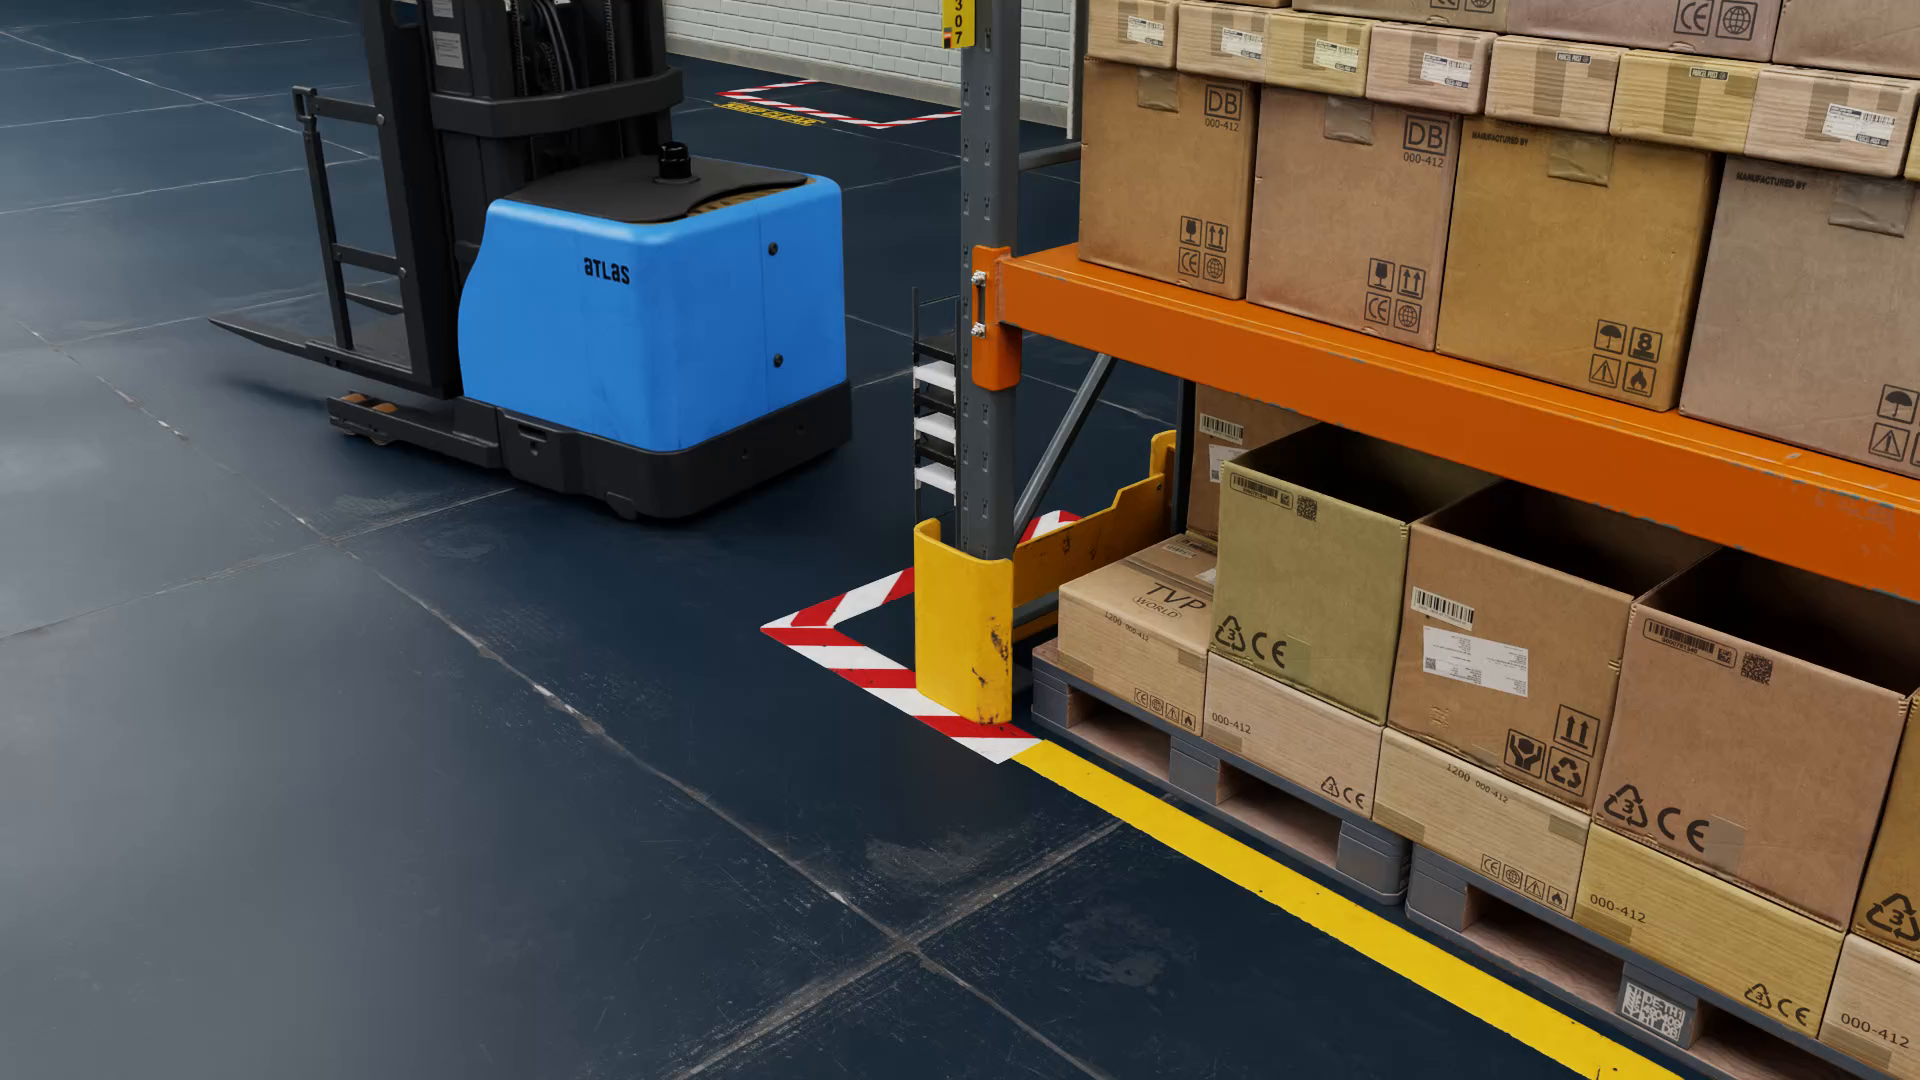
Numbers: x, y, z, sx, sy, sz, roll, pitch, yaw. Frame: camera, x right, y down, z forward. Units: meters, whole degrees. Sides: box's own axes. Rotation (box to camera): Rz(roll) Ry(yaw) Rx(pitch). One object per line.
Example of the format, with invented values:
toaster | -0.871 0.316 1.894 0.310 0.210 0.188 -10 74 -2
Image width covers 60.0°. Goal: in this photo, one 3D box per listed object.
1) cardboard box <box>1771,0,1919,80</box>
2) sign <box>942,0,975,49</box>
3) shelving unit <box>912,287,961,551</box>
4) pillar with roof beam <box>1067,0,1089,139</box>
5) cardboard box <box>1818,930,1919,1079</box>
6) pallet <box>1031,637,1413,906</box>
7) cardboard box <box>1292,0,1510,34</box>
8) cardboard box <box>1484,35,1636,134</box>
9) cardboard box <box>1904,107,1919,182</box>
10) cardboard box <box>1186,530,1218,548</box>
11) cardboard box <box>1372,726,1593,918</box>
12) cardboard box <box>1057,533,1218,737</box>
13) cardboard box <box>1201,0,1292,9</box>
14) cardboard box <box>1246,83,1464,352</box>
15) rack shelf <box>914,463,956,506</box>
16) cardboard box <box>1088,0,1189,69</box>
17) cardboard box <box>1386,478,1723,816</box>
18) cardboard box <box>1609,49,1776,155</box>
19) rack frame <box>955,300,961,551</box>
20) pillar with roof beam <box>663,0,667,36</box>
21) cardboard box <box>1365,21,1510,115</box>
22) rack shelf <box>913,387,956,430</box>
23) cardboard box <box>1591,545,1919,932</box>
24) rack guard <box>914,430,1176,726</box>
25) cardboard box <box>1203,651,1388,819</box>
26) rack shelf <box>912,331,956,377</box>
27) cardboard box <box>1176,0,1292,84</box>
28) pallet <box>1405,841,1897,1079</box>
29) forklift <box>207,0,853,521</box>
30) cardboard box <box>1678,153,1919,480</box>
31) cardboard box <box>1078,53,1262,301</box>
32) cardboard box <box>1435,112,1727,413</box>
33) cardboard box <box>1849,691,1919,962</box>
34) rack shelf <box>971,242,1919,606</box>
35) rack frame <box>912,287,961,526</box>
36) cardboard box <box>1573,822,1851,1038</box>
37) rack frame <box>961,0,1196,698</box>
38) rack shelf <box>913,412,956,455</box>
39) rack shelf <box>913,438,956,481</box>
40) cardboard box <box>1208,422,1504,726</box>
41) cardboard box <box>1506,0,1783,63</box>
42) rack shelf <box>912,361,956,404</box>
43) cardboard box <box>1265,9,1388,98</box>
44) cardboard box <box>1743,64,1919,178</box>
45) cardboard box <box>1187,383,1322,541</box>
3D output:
cardboard box | 1.803 -1.061 2.777 0.700 0.500 0.500 -21 32 -38
sign | -0.003 -1.322 3.896 0.100 0.325 0.005 -21 32 -38
shelving unit | 0.005 -0.407 5.558 0.258 0.900 0.210 -21 32 -38
pillar with roof beam | -2.114 -5.814 7.652 9.100 9.000 0.400 -21 32 -38
cardboard box | 1.976 0.844 3.094 0.500 0.250 0.500 -21 32 -38
pallet | 0.959 0.440 4.530 1.003 0.211 1.213 -21 32 -38
cardboard box | 1.115 -1.365 3.444 0.700 0.500 0.500 -22 33 -40
cardboard box | 1.224 -0.896 3.199 0.250 0.149 0.380 23 33 40
cardboard box | 1.747 -0.663 2.688 0.380 0.149 0.250 -20 31 -37
cardboard box | 0.988 0.091 4.744 0.500 0.250 0.500 -21 32 -38
cardboard box | 1.296 0.539 3.760 0.500 0.250 0.500 -21 32 -38
cardboard box | 0.610 0.237 4.422 0.500 0.250 0.500 -21 32 -38
cardboard box | 0.752 -1.523 3.790 0.700 0.500 0.500 -21 32 -38
cardboard box | 1.078 -0.791 3.749 0.700 0.500 0.500 -20 31 -37
rack shelf | 0.005 -0.213 5.646 0.258 0.077 0.200 -21 32 -38
cardboard box | 0.517 -1.209 3.883 0.380 0.149 0.250 -22 32 -39
cardboard box | 1.304 0.195 3.612 0.500 0.500 0.500 -21 32 -38
cardboard box | 1.399 -0.819 3.029 0.380 0.149 0.250 -22 32 -39
rack frame | 0.075 -0.376 5.490 0.240 0.900 0.006 -21 32 -38
pillar with roof beam | -6.215 -7.632 11.636 9.100 9.000 0.400 -21 32 -38
cardboard box | 1.040 -0.976 3.374 0.380 0.149 0.250 -22 32 -39
rack shelf | 0.005 -0.459 5.534 0.258 0.077 0.200 -21 32 -38
cardboard box | 1.633 0.351 3.269 0.500 0.500 0.500 -21 32 -38
rack guard | 0.390 0.082 4.968 1.175 0.500 0.348 -21 32 -38
cardboard box | 0.955 0.388 4.093 0.500 0.250 0.500 -21 32 -38
rack shelf | 0.005 -0.622 5.460 0.258 0.077 0.200 -21 32 -38
cardboard box | 0.699 -1.129 3.710 0.380 0.149 0.250 -22 33 -40
pallet | 1.789 0.810 3.720 1.003 0.211 1.213 -21 32 -38
forklift | -1.914 -1.866 6.309 3.031 2.935 1.130 16 29 32
cardboard box | 1.776 -0.480 3.068 0.700 0.500 0.500 -20 31 -37
cardboard box | 0.716 -0.948 4.095 0.700 0.500 0.500 -21 32 -38
cardboard box | 1.413 -0.639 3.415 0.700 0.500 0.500 -21 32 -38
cardboard box | 1.986 0.499 2.946 0.500 0.500 0.500 -21 32 -38
rack shelf | 1.773 -0.115 3.254 1.077 0.370 4.000 -21 32 -38
rack frame | -0.064 -0.438 5.625 0.240 0.900 0.006 -21 32 -38
cardboard box | 1.634 0.692 3.425 0.500 0.250 0.500 -21 32 -38
rack frame | 0.406 -1.048 4.433 1.000 3.000 0.127 -21 32 -38
rack shelf | 0.005 -0.377 5.572 0.258 0.077 0.200 -21 32 -38
rack shelf | 0.005 -0.295 5.609 0.258 0.077 0.200 -21 32 -38
cardboard box | 0.953 0.047 3.936 0.500 0.500 0.500 -21 32 -38
cardboard box | 1.460 -1.212 3.110 0.700 0.500 0.500 -21 32 -38
rack shelf | 0.005 -0.541 5.497 0.258 0.077 0.200 -21 32 -38
cardboard box | 0.869 -1.054 3.543 0.380 0.149 0.250 -21 32 -38
cardboard box | 1.567 -0.743 2.862 0.380 0.149 0.250 -21 32 -38
cardboard box | 0.990 -0.251 4.590 0.500 0.500 0.500 -21 32 -38
